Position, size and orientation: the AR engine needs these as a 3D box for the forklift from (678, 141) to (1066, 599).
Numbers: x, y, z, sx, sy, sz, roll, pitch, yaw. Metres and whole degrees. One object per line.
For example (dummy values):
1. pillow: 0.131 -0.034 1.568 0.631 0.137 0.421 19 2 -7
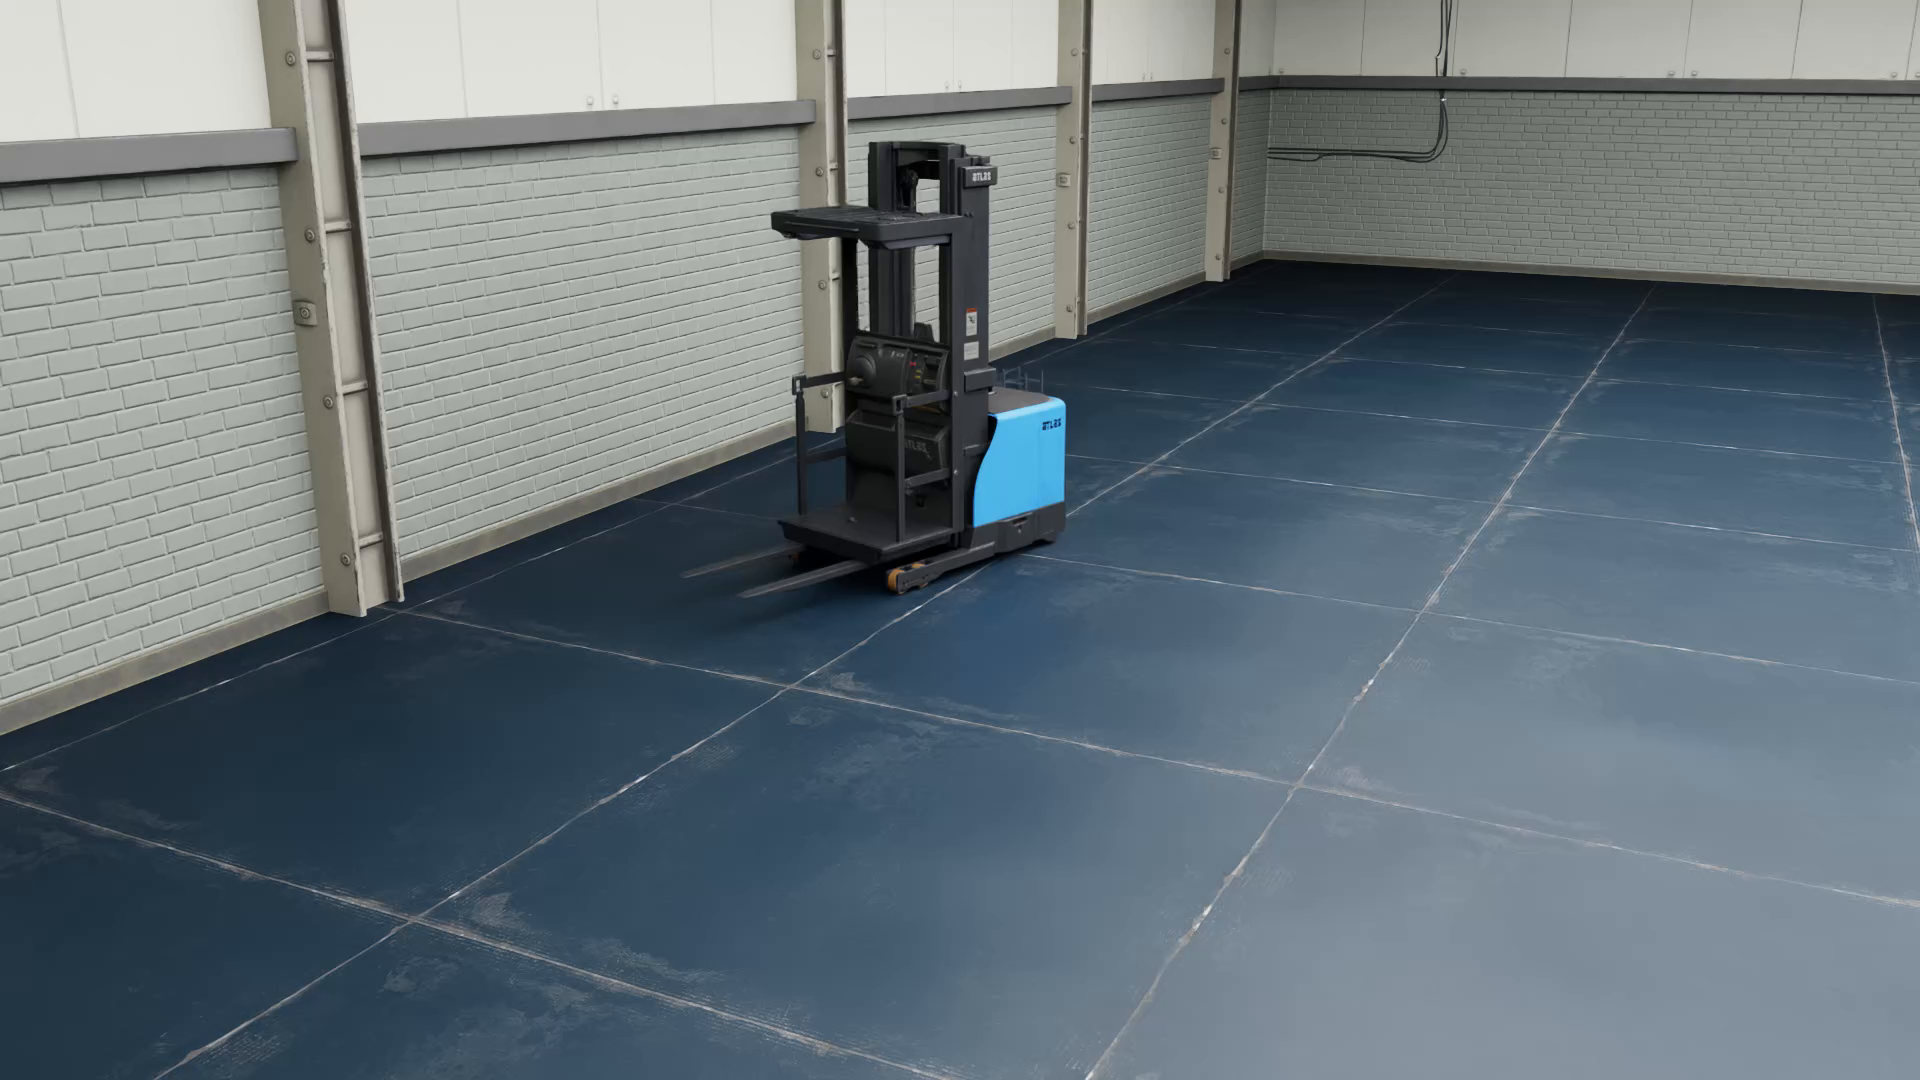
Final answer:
1. forklift: -0.581 -1.204 11.430 1.130 2.935 3.031 15 22 41

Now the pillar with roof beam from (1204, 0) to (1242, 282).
1. pillar with roof beam: 7.942 -7.918 23.378 9.100 9.000 0.400 8 18 25

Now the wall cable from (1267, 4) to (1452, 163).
1. wall cable: 6.590 -7.559 27.624 3.097 2.526 0.112 8 18 25

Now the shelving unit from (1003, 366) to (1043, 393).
1. shelving unit: 0.477 -0.722 12.846 0.258 1.200 0.189 15 22 41

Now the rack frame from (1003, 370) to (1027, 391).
1. rack frame: 0.415 -0.703 12.782 0.240 1.200 0.006 15 22 41

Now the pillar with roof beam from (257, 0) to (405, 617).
1. pillar with roof beam: -0.101 -3.333 7.942 9.100 9.000 0.400 8 18 25

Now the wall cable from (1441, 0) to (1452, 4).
1. wall cable: 9.010 -9.636 25.747 3.097 2.526 0.112 8 18 25

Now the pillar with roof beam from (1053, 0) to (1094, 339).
1. pillar with roof beam: 5.261 -6.390 18.233 9.100 9.000 0.400 8 18 25

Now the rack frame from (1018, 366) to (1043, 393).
1. rack frame: 0.540 -0.741 12.910 0.240 1.200 0.006 15 22 41

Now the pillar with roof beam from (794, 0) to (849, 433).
1. pillar with roof beam: 2.580 -4.861 13.087 9.100 9.000 0.400 8 18 25
